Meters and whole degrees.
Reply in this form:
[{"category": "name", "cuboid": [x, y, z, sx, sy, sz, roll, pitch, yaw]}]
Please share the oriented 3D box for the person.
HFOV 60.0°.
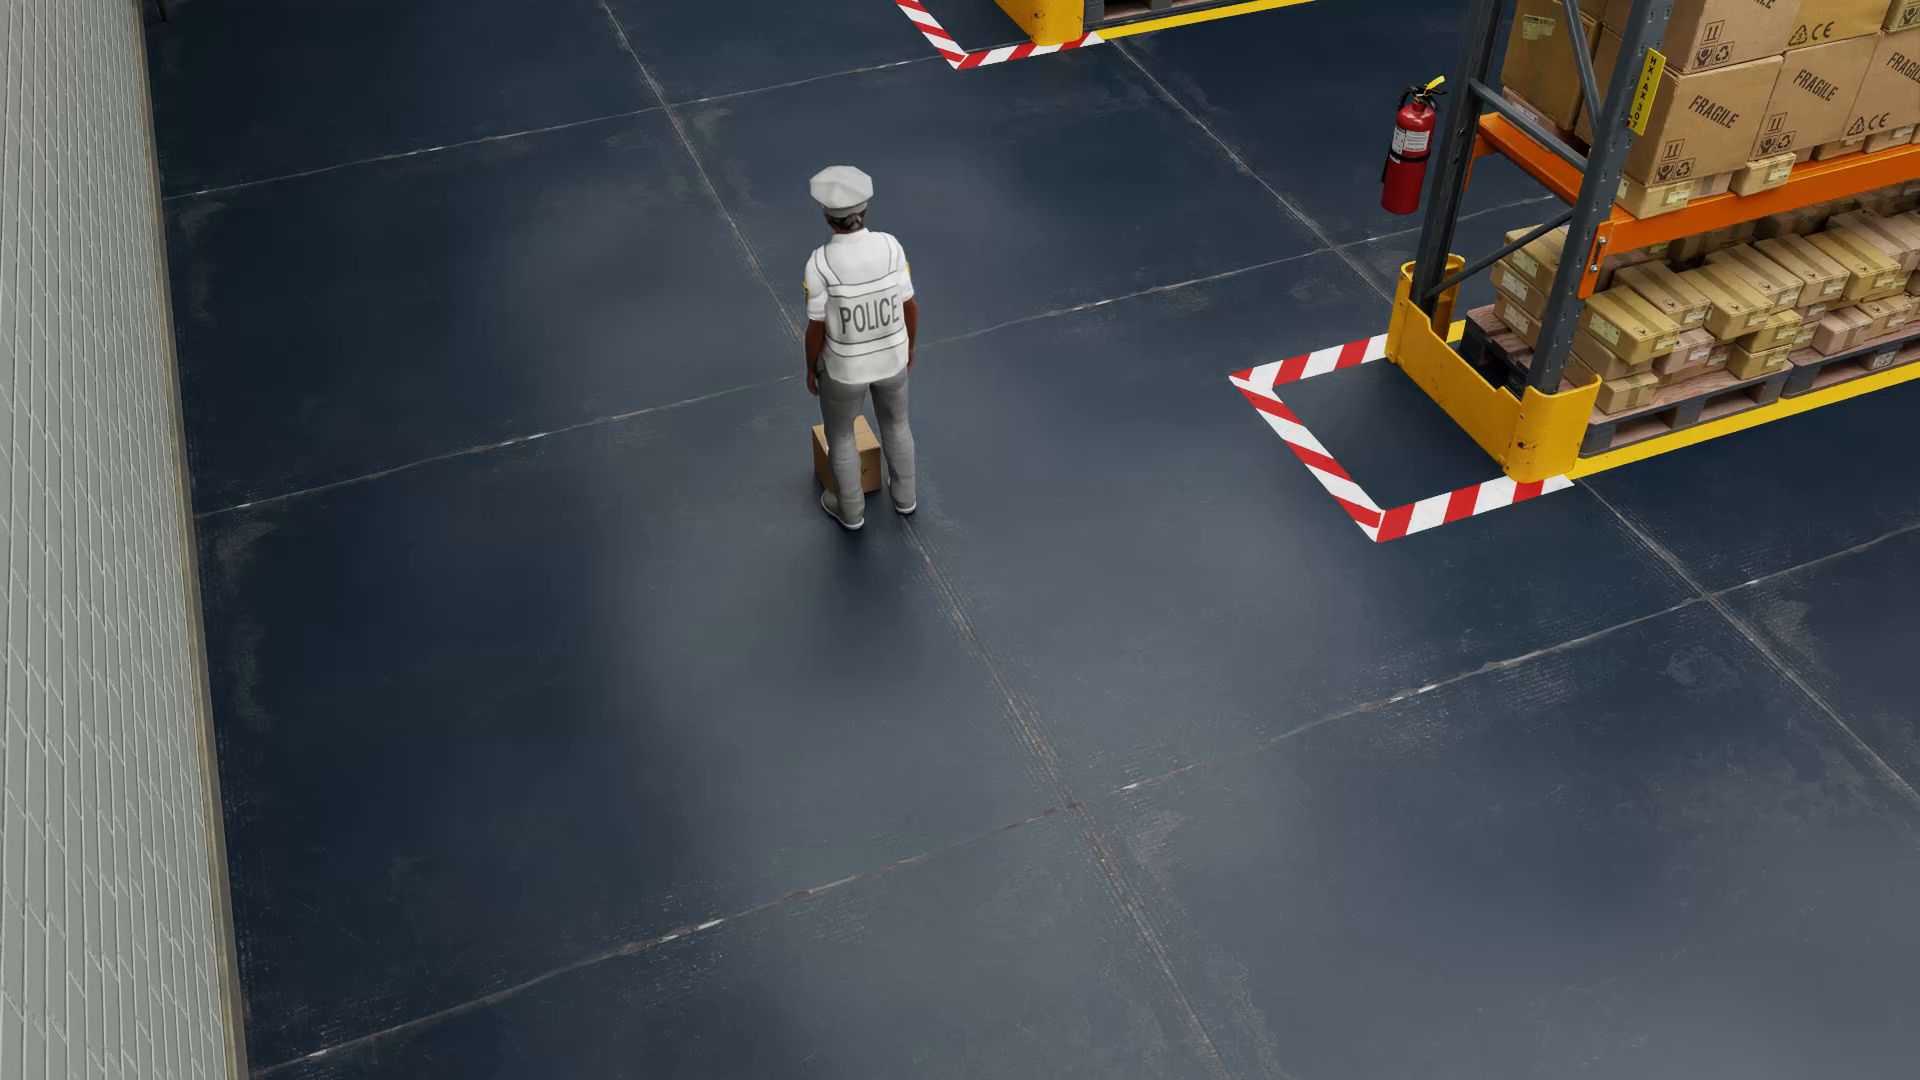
[{"category": "person", "cuboid": [-0.412, -0.758, 7.004, 0.503, 1.656, 0.397, -16, 44, -17]}]
